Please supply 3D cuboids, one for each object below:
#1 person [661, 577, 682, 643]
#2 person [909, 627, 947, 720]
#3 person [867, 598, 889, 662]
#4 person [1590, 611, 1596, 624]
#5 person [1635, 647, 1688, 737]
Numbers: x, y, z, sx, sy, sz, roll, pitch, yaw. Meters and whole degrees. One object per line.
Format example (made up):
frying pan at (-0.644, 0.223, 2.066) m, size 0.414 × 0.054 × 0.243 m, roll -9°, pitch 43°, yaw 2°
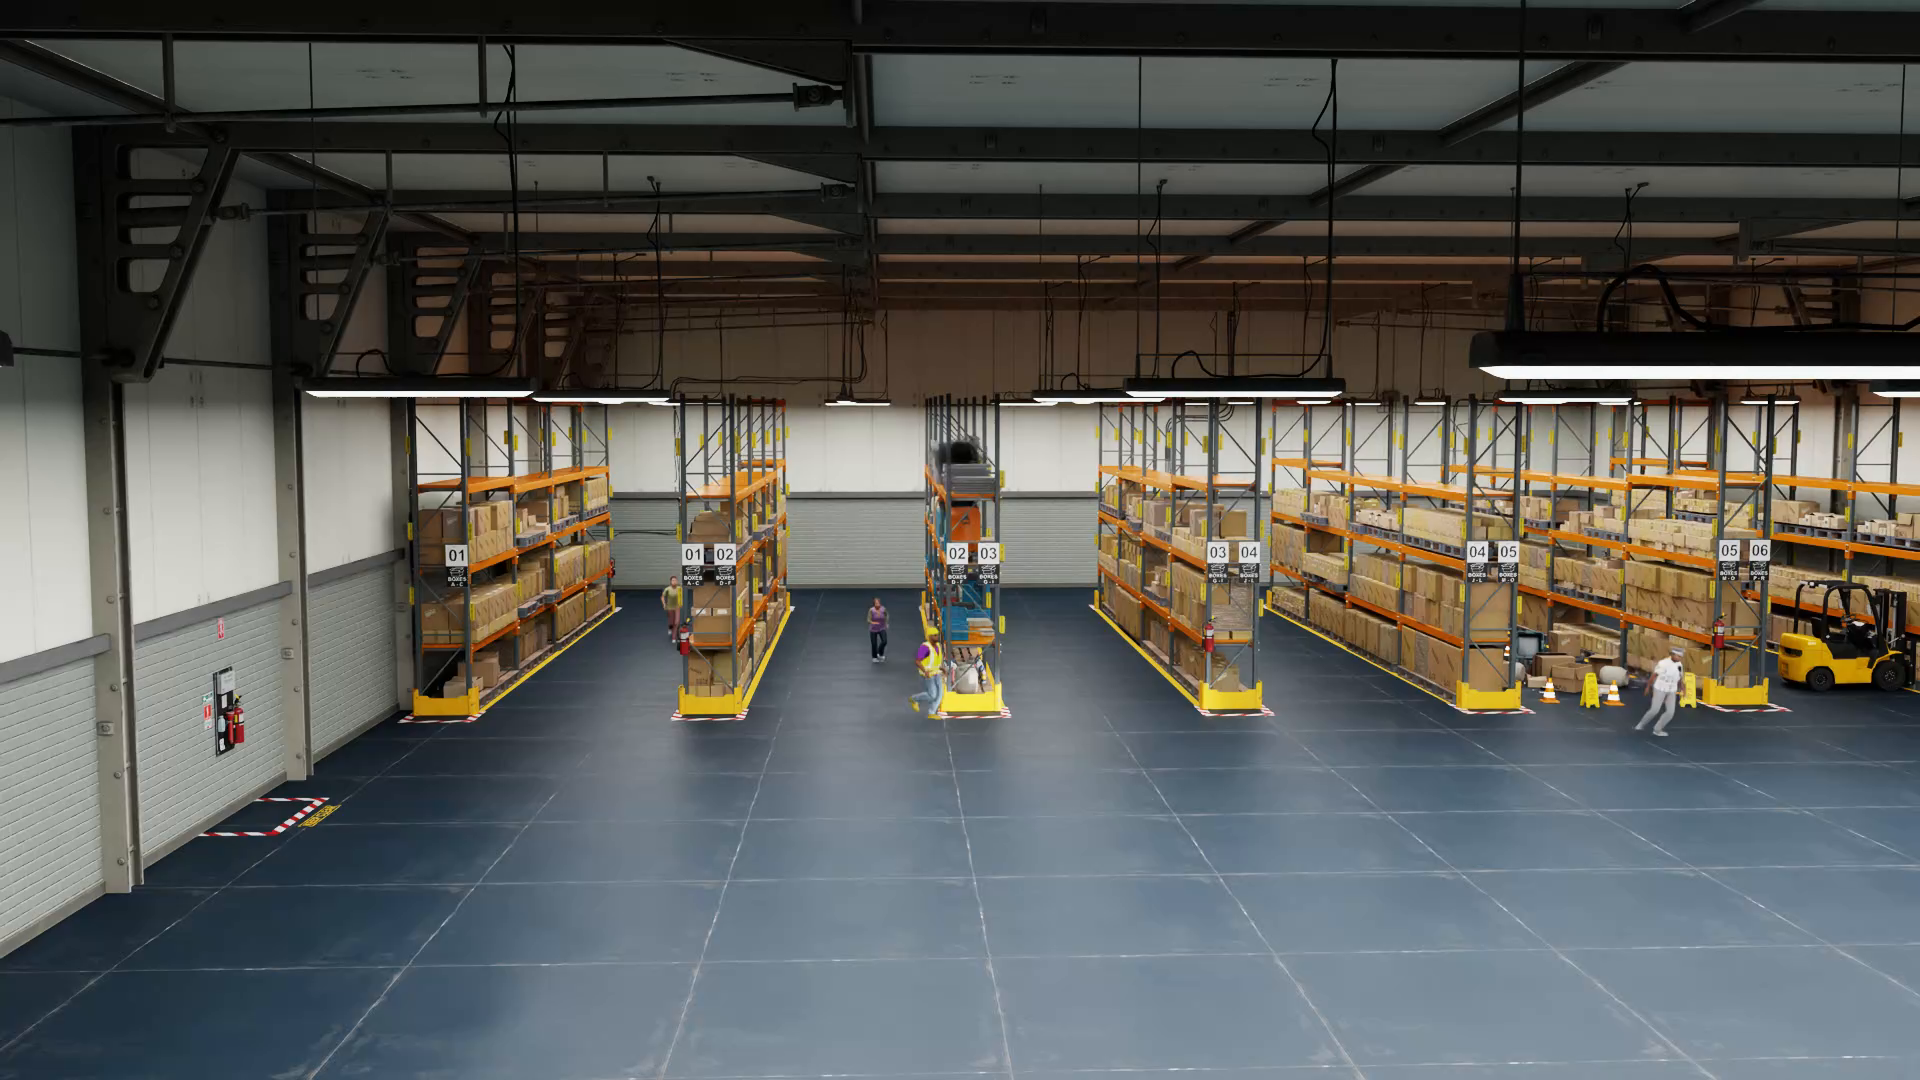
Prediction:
person at (-7.043, 1.695, 40.928) m, size 0.595 × 1.625 × 0.616 m, roll -1°, pitch 5°, yaw -16°
person at (-0.605, 2.450, 30.664) m, size 0.647 × 1.708 × 0.686 m, roll 3°, pitch 6°, yaw 36°
person at (-1.833, 2.041, 37.265) m, size 0.538 × 1.463 × 0.837 m, roll -1°, pitch 5°, yaw -12°
person at (16.112, 1.461, 42.951) m, size 0.687 × 1.752 × 0.994 m, roll 0°, pitch 5°, yaw -5°
person at (12.266, 2.634, 29.040) m, size 0.737 × 1.583 × 0.638 m, roll -1°, pitch 5°, yaw -14°
